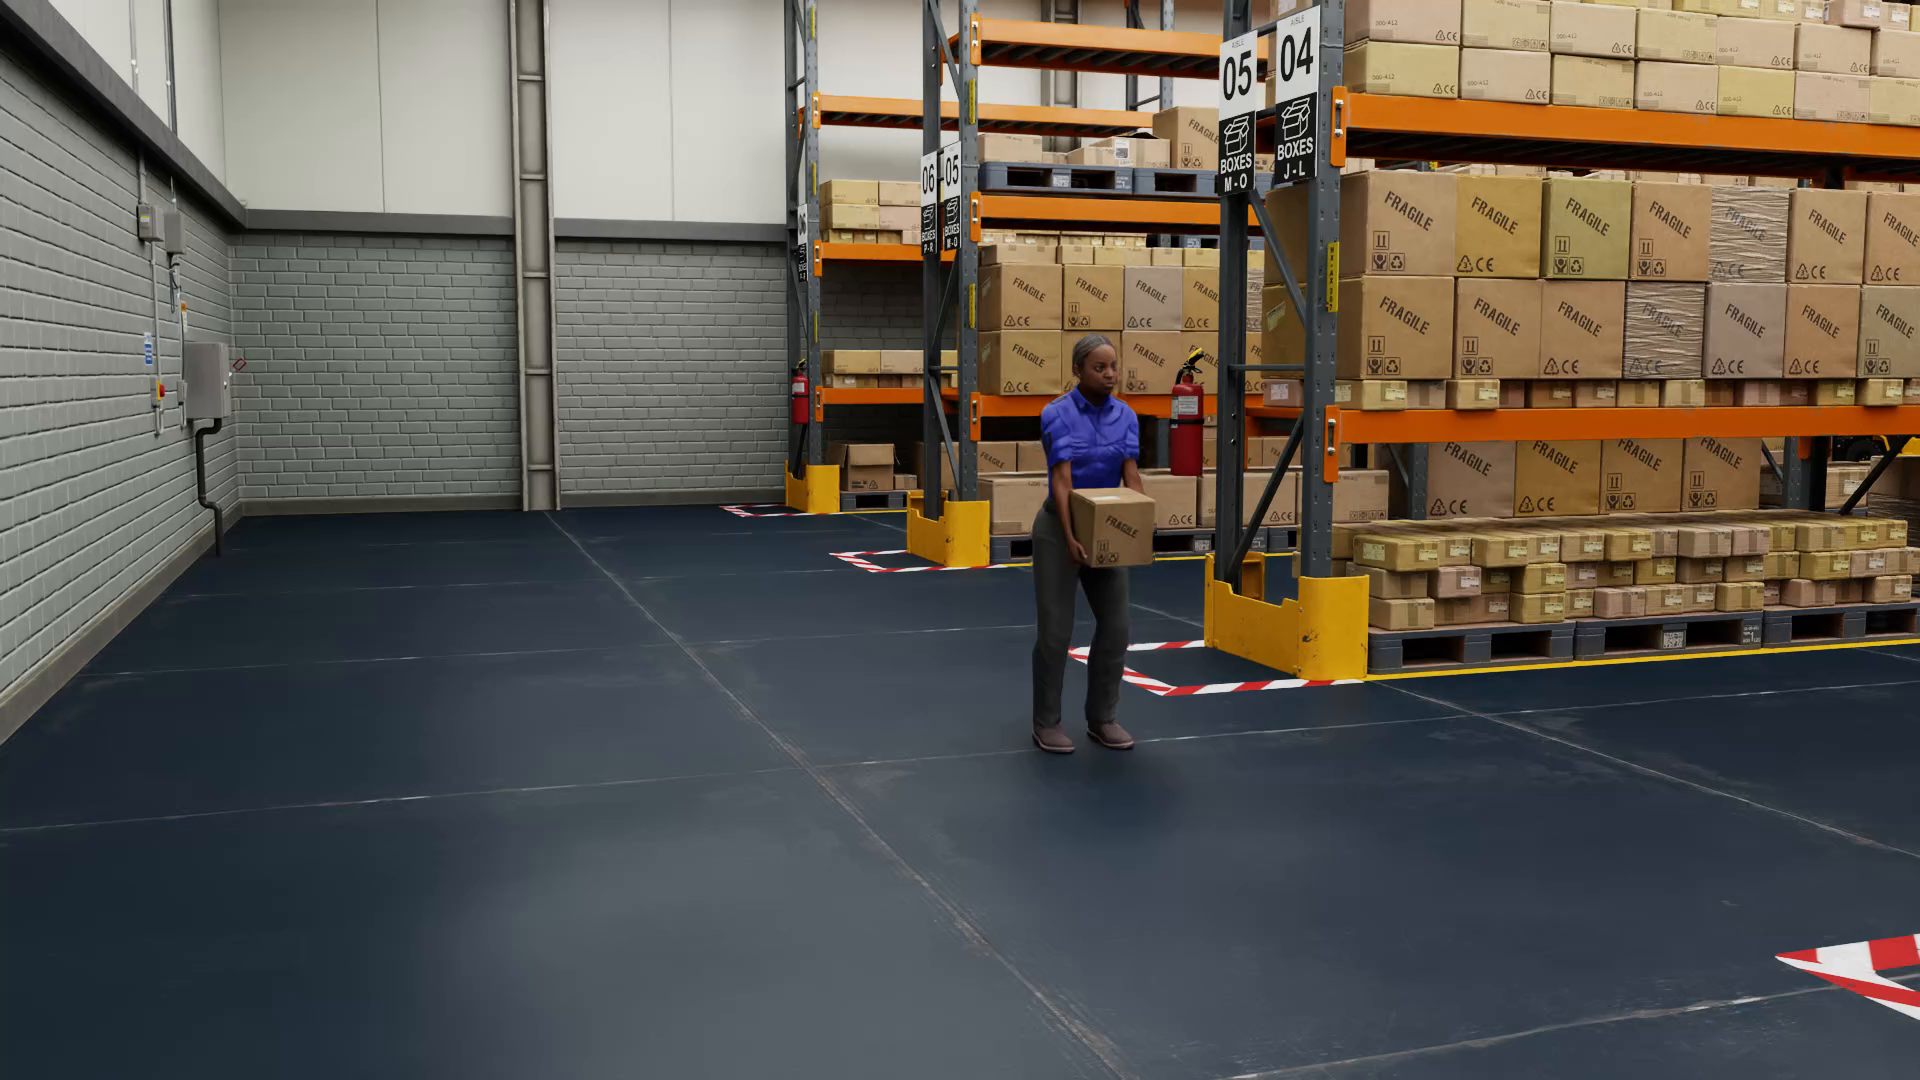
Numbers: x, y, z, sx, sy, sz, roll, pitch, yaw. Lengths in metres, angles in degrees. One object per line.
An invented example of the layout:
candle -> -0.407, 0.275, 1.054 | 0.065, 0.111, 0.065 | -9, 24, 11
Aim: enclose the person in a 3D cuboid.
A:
person -> 0.520, 0.016, 6.540 | 0.412, 1.647, 0.529 | -2, 6, -20
